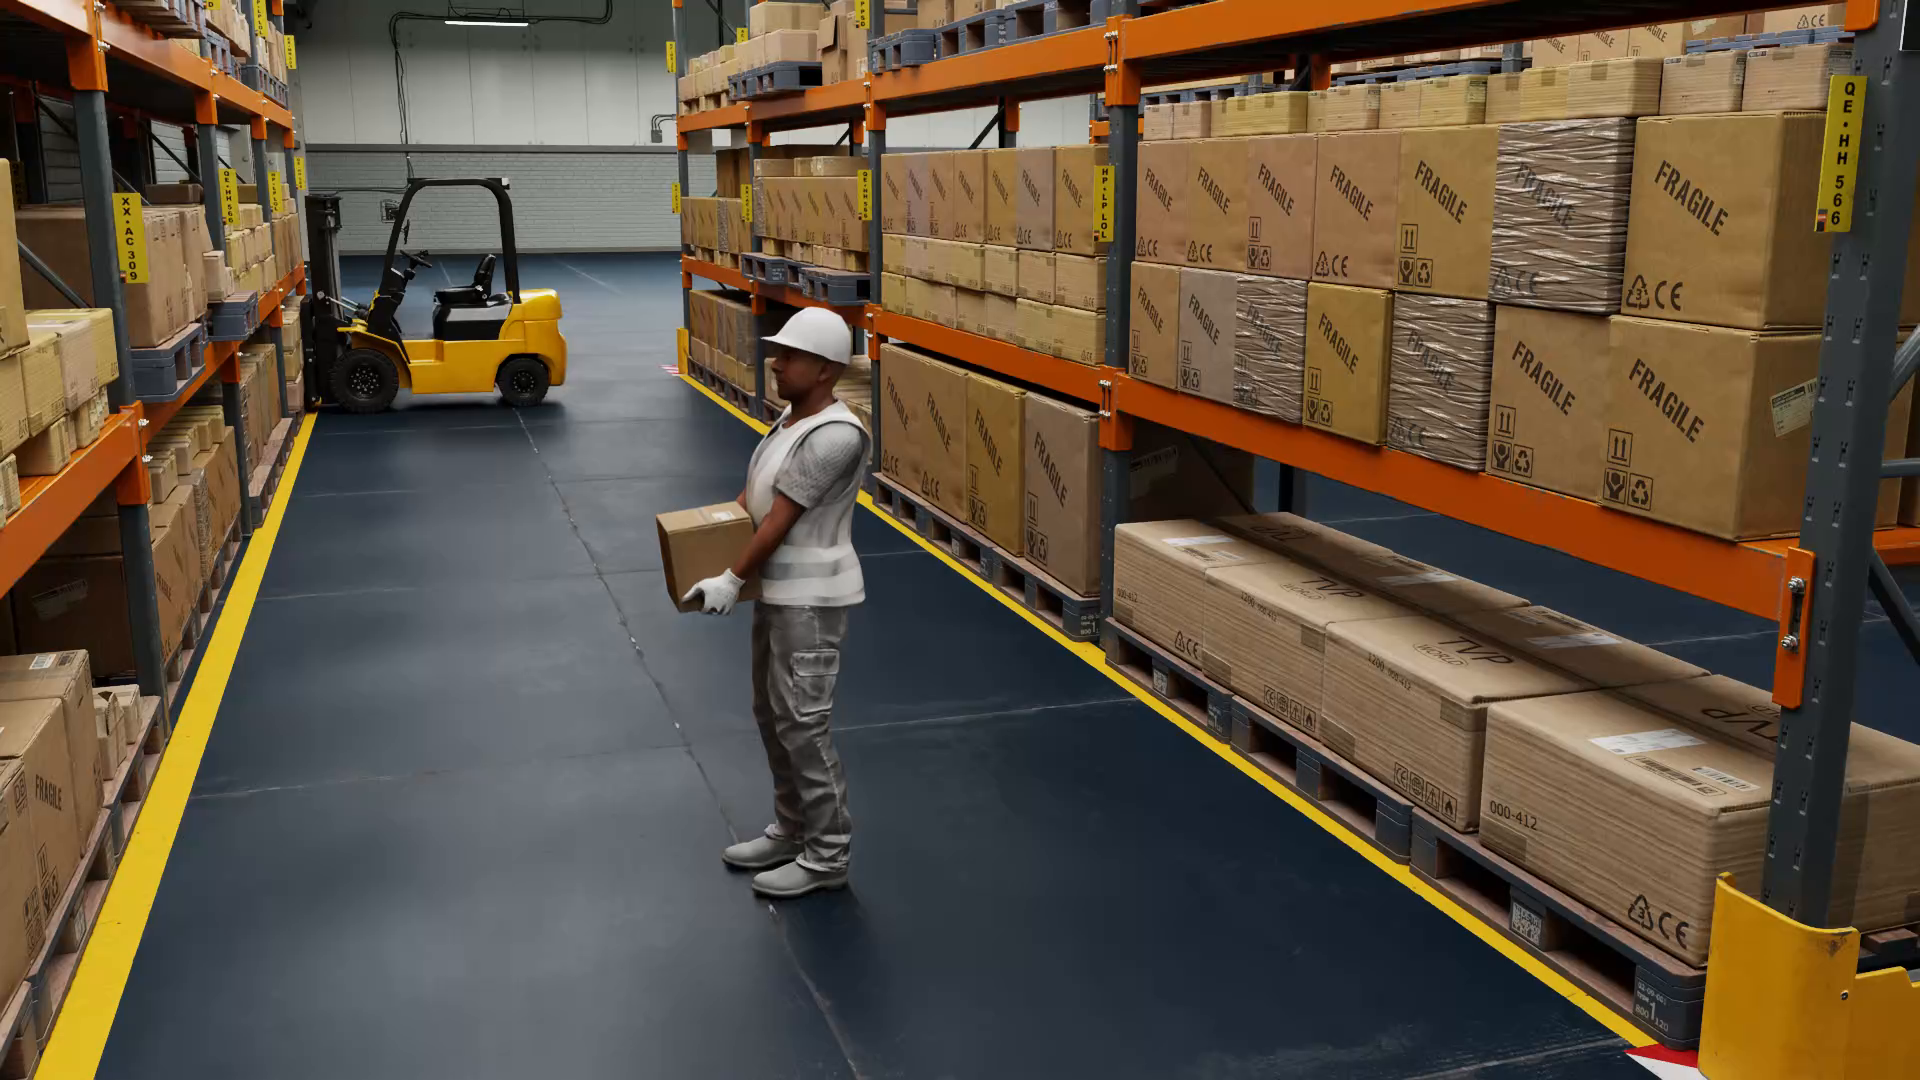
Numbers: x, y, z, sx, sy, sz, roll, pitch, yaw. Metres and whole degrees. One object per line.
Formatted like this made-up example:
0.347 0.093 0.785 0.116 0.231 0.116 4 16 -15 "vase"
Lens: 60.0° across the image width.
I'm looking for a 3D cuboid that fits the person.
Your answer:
-0.573 0.192 5.047 0.572 1.778 0.488 -4 13 -17 "person"
